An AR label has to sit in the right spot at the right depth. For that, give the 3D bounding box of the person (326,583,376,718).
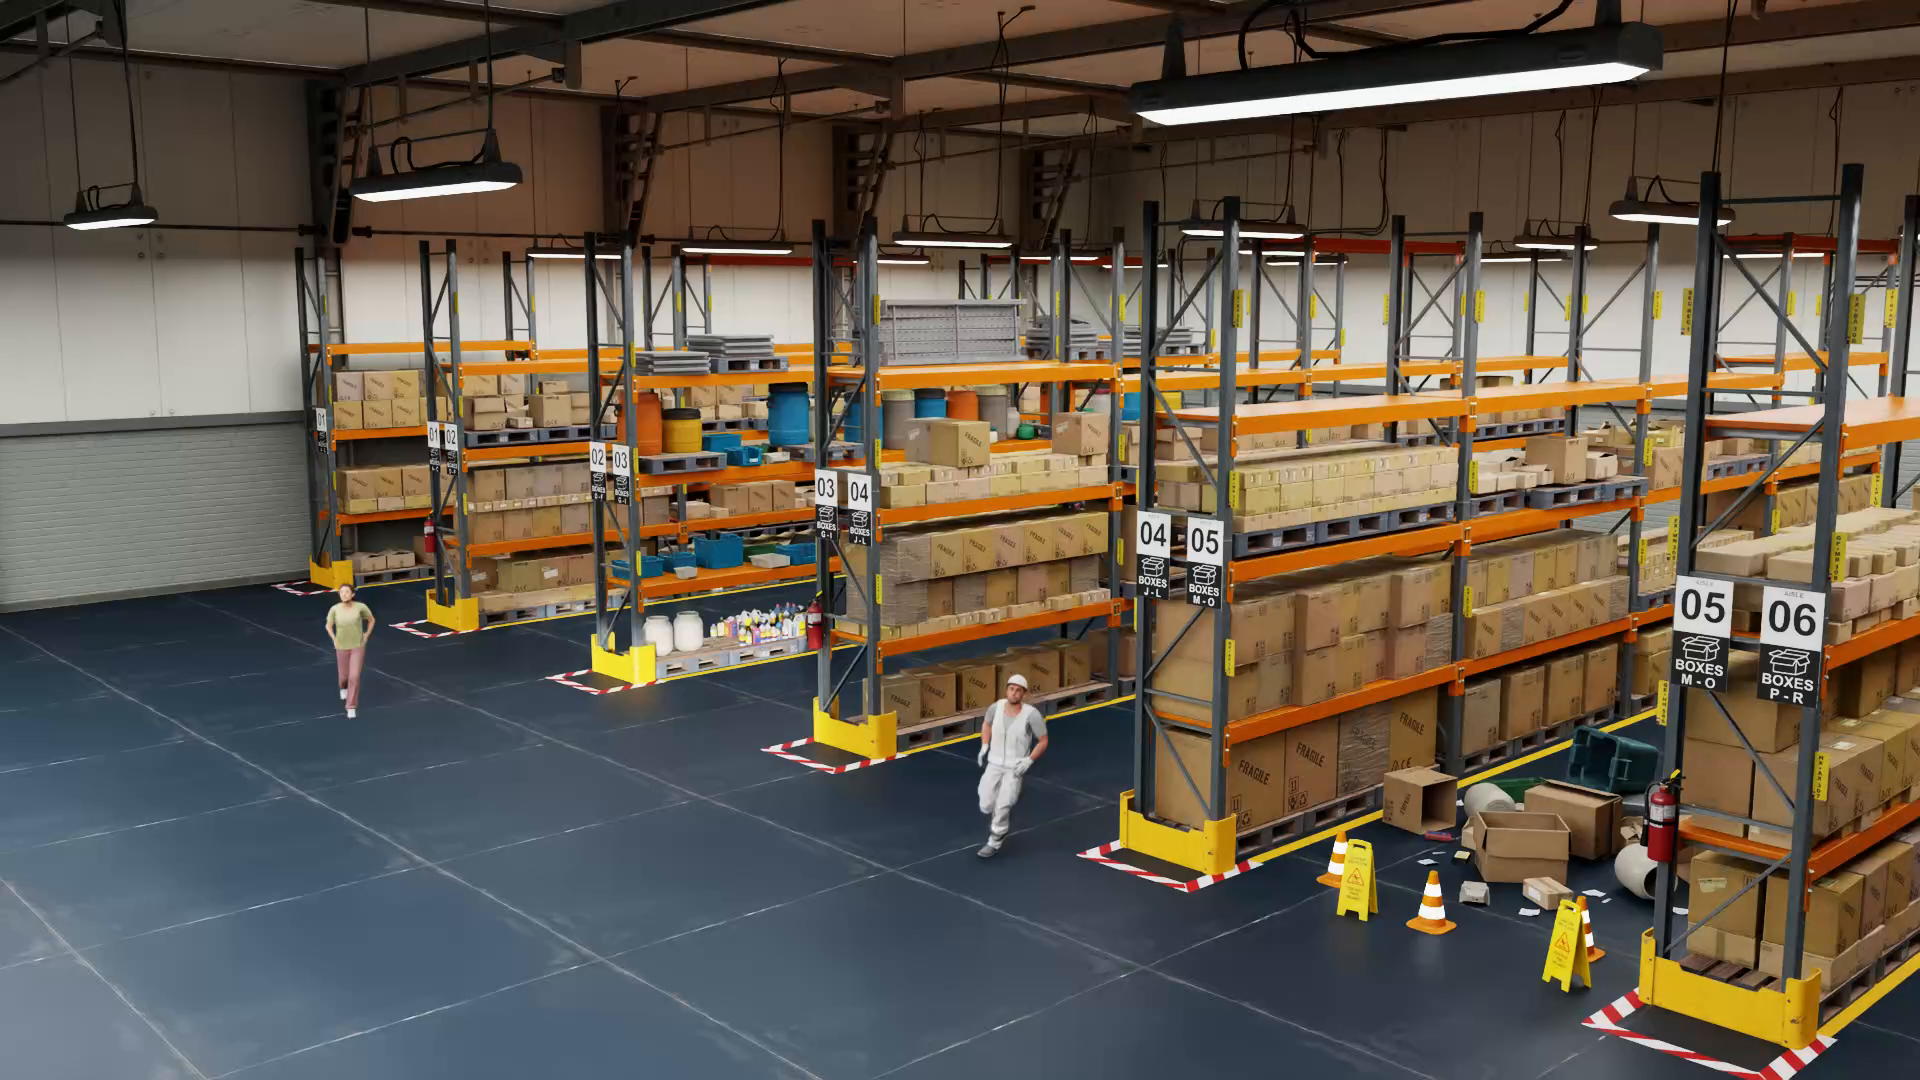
[{"bbox_3d":[-7.577,1.342,20.722,0.584,1.652,0.726,-2,9,-15],"label":"person"}]

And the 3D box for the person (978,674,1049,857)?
[{"bbox_3d":[0.494,2.085,15.424,0.686,1.718,0.580,3,9,19],"label":"person"}]
